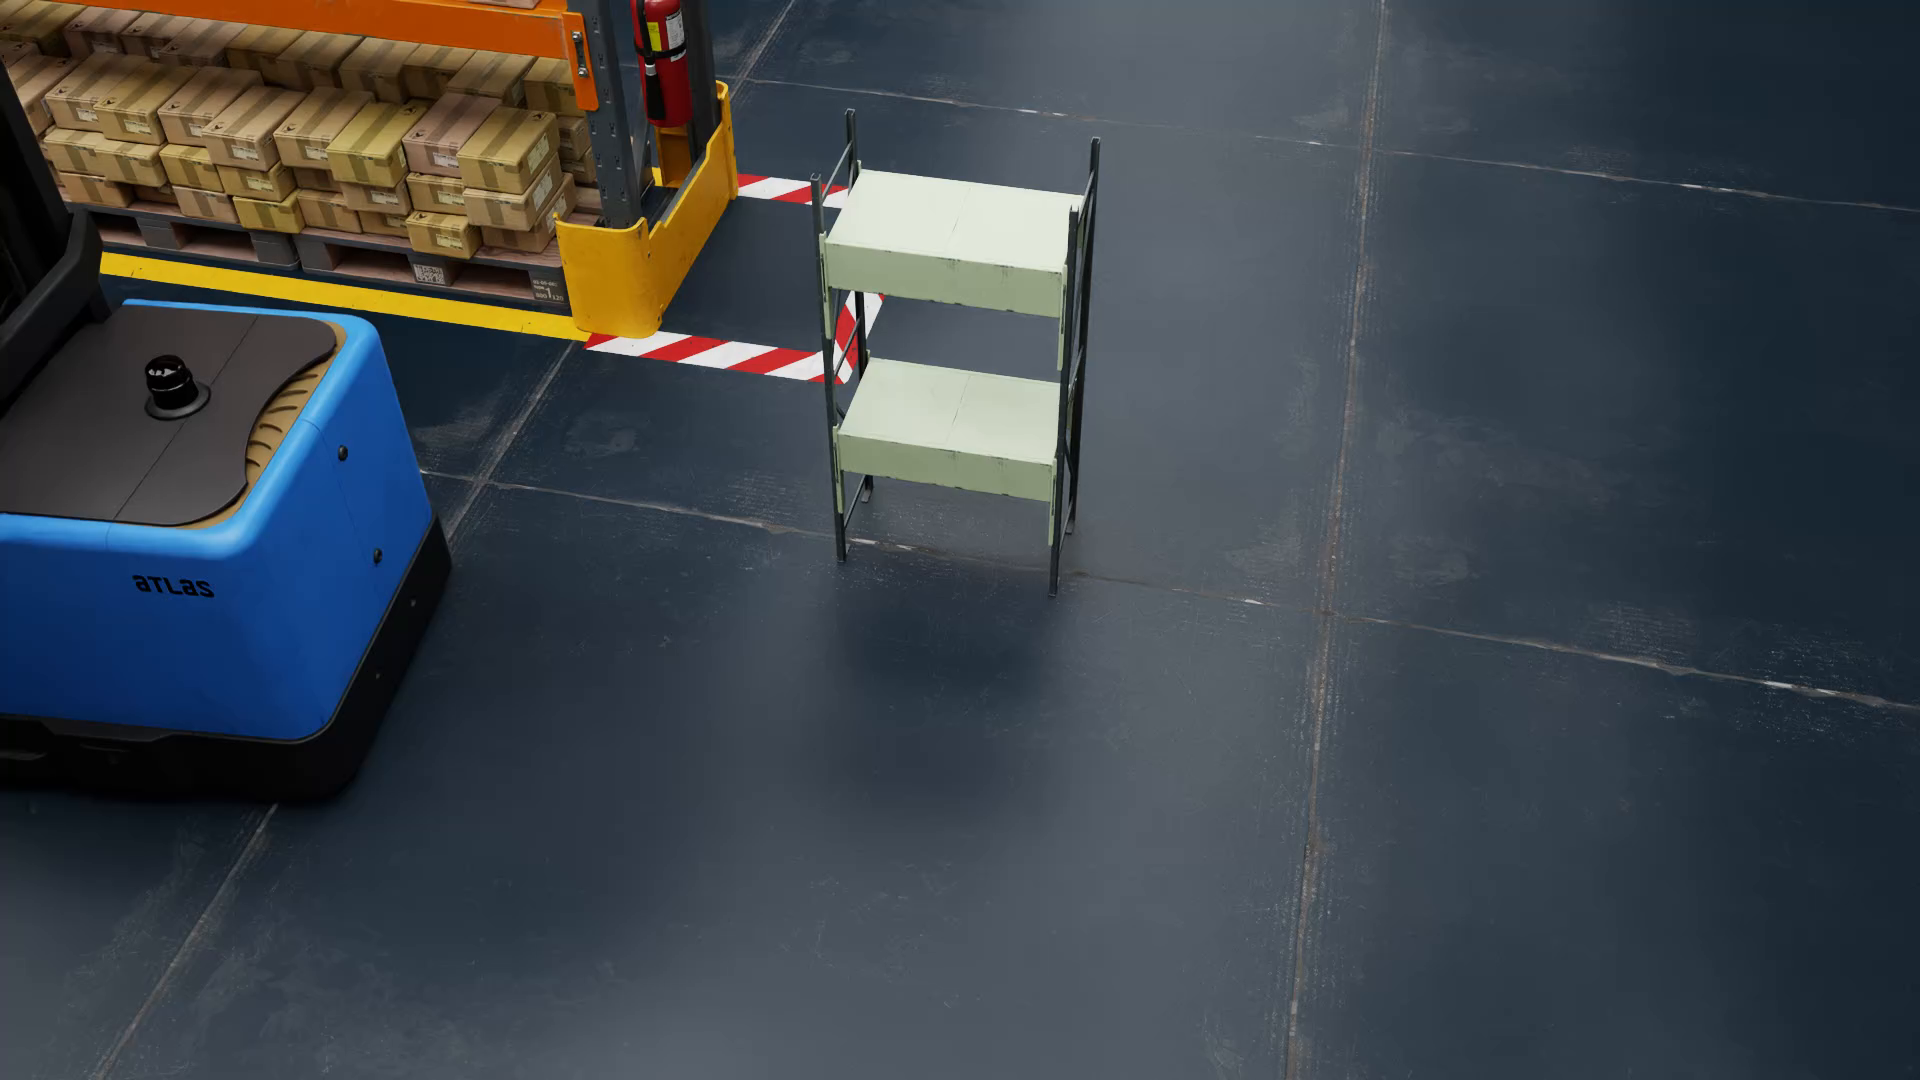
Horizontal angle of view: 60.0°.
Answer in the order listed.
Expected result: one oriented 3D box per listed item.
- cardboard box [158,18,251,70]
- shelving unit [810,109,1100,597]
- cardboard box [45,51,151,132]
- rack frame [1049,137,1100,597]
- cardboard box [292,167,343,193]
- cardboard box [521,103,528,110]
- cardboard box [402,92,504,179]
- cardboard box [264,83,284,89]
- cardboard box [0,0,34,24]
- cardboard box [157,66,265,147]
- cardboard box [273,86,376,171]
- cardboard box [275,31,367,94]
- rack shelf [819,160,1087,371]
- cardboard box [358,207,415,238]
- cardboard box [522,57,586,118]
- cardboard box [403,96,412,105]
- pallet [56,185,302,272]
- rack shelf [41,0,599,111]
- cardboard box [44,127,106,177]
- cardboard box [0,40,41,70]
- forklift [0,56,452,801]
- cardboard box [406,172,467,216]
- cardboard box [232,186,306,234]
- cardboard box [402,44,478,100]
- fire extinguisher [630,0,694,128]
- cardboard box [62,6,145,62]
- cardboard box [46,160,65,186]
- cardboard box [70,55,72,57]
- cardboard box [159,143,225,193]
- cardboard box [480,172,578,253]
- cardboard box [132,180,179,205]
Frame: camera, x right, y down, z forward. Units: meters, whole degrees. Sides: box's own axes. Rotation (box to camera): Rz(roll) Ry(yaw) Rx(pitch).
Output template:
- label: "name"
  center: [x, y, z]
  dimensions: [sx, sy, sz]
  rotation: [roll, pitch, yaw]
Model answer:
- label: "cardboard box"
  center: [-3.178, -2.084, 7.076]
  dimensions: [0.250, 0.149, 0.380]
  rotation: [9, 45, 9]
- label: "shelving unit"
  center: [-0.007, -0.541, 5.231]
  dimensions: [0.755, 1.500, 0.431]
  rotation: [9, 45, 9]
- label: "cardboard box"
  center: [-3.511, -1.839, 6.821]
  dimensions: [0.250, 0.149, 0.380]
  rotation: [7, 44, 7]
- label: "rack frame"
  center: [0.351, -0.486, 5.173]
  dimensions: [0.023, 1.500, 0.400]
  rotation: [9, 45, 9]
- label: "cardboard box"
  center: [-2.511, -1.583, 6.770]
  dimensions: [0.250, 0.149, 0.380]
  rotation: [8, 45, 9]
- label: "cardboard box"
  center: [-1.896, -1.841, 7.038]
  dimensions: [0.250, 0.149, 0.380]
  rotation: [9, 45, 9]
- label: "cardboard box"
  center: [-1.991, -1.601, 6.574]
  dimensions: [0.250, 0.149, 0.380]
  rotation: [10, 45, 10]
- label: "cardboard box"
  center: [-2.935, -1.919, 7.119]
  dimensions: [0.250, 0.149, 0.380]
  rotation: [11, 45, 11]
- label: "cardboard box"
  center: [-4.183, -2.299, 7.299]
  dimensions: [0.250, 0.149, 0.380]
  rotation: [8, 45, 9]
- label: "cardboard box"
  center: [-3.018, -1.754, 6.733]
  dimensions: [0.250, 0.149, 0.380]
  rotation: [7, 44, 8]
- label: "cardboard box"
  center: [-2.510, -1.636, 6.611]
  dimensions: [0.250, 0.149, 0.380]
  rotation: [7, 44, 7]
- label: "cardboard box"
  center: [-2.665, -2.040, 7.030]
  dimensions: [0.250, 0.149, 0.380]
  rotation: [10, 45, 11]
- label: "rack shelf"
  center: [-0.007, -0.823, 4.960]
  dimensions: [0.720, 0.370, 0.431]
  rotation: [9, 45, 9]
- label: "cardboard box"
  center: [-2.258, -1.408, 6.803]
  dimensions: [0.250, 0.149, 0.380]
  rotation: [9, 45, 9]
- label: "cardboard box"
  center: [-1.623, -1.925, 6.910]
  dimensions: [0.250, 0.149, 0.380]
  rotation: [7, 44, 7]
- label: "cardboard box"
  center: [-2.381, -1.930, 7.131]
  dimensions: [0.250, 0.149, 0.380]
  rotation: [10, 45, 10]
- label: "pallet"
  center: [-3.232, -1.617, 7.278]
  dimensions: [1.213, 0.211, 1.003]
  rotation: [9, 45, 9]
- label: "rack shelf"
  center: [-3.138, -2.320, 6.517]
  dimensions: [4.000, 0.370, 1.077]
  rotation: [9, 45, 9]
- label: "cardboard box"
  center: [-3.535, -1.671, 6.861]
  dimensions: [0.250, 0.149, 0.380]
  rotation: [9, 45, 9]
- label: "cardboard box"
  center: [-4.026, -1.918, 6.903]
  dimensions: [0.250, 0.149, 0.380]
  rotation: [8, 44, 8]
- label: "forklift"
  center: [-3.248, -0.731, 4.396]
  dimensions: [3.031, 2.935, 1.130]
  rotation: [5, 44, 5]
- label: "cardboard box"
  center: [-2.007, -1.471, 6.654]
  dimensions: [0.250, 0.149, 0.380]
  rotation: [8, 44, 8]
- label: "cardboard box"
  center: [-2.764, -1.433, 6.829]
  dimensions: [0.250, 0.149, 0.380]
  rotation: [7, 44, 7]
- label: "cardboard box"
  center: [-2.137, -2.010, 6.999]
  dimensions: [0.250, 0.149, 0.380]
  rotation: [9, 45, 9]
- label: "fire extinguisher"
  center: [-1.041, -1.764, 5.744]
  dimensions: [0.183, 0.674, 0.296]
  rotation: [9, 45, 9]
- label: "cardboard box"
  center: [-3.663, -2.228, 7.226]
  dimensions: [0.250, 0.149, 0.380]
  rotation: [7, 44, 7]
- label: "cardboard box"
  center: [-3.762, -1.670, 7.075]
  dimensions: [0.250, 0.149, 0.380]
  rotation: [7, 44, 7]
- label: "cardboard box"
  center: [-3.958, -2.116, 7.324]
  dimensions: [0.250, 0.149, 0.380]
  rotation: [9, 45, 9]
- label: "cardboard box"
  center: [-3.025, -1.593, 6.781]
  dimensions: [0.250, 0.149, 0.380]
  rotation: [11, 45, 11]
- label: "cardboard box"
  center: [-1.745, -1.340, 6.732]
  dimensions: [0.250, 0.149, 0.380]
  rotation: [10, 45, 10]
- label: "cardboard box"
  center: [-3.257, -1.577, 6.978]
  dimensions: [0.250, 0.149, 0.380]
  rotation: [10, 45, 10]
